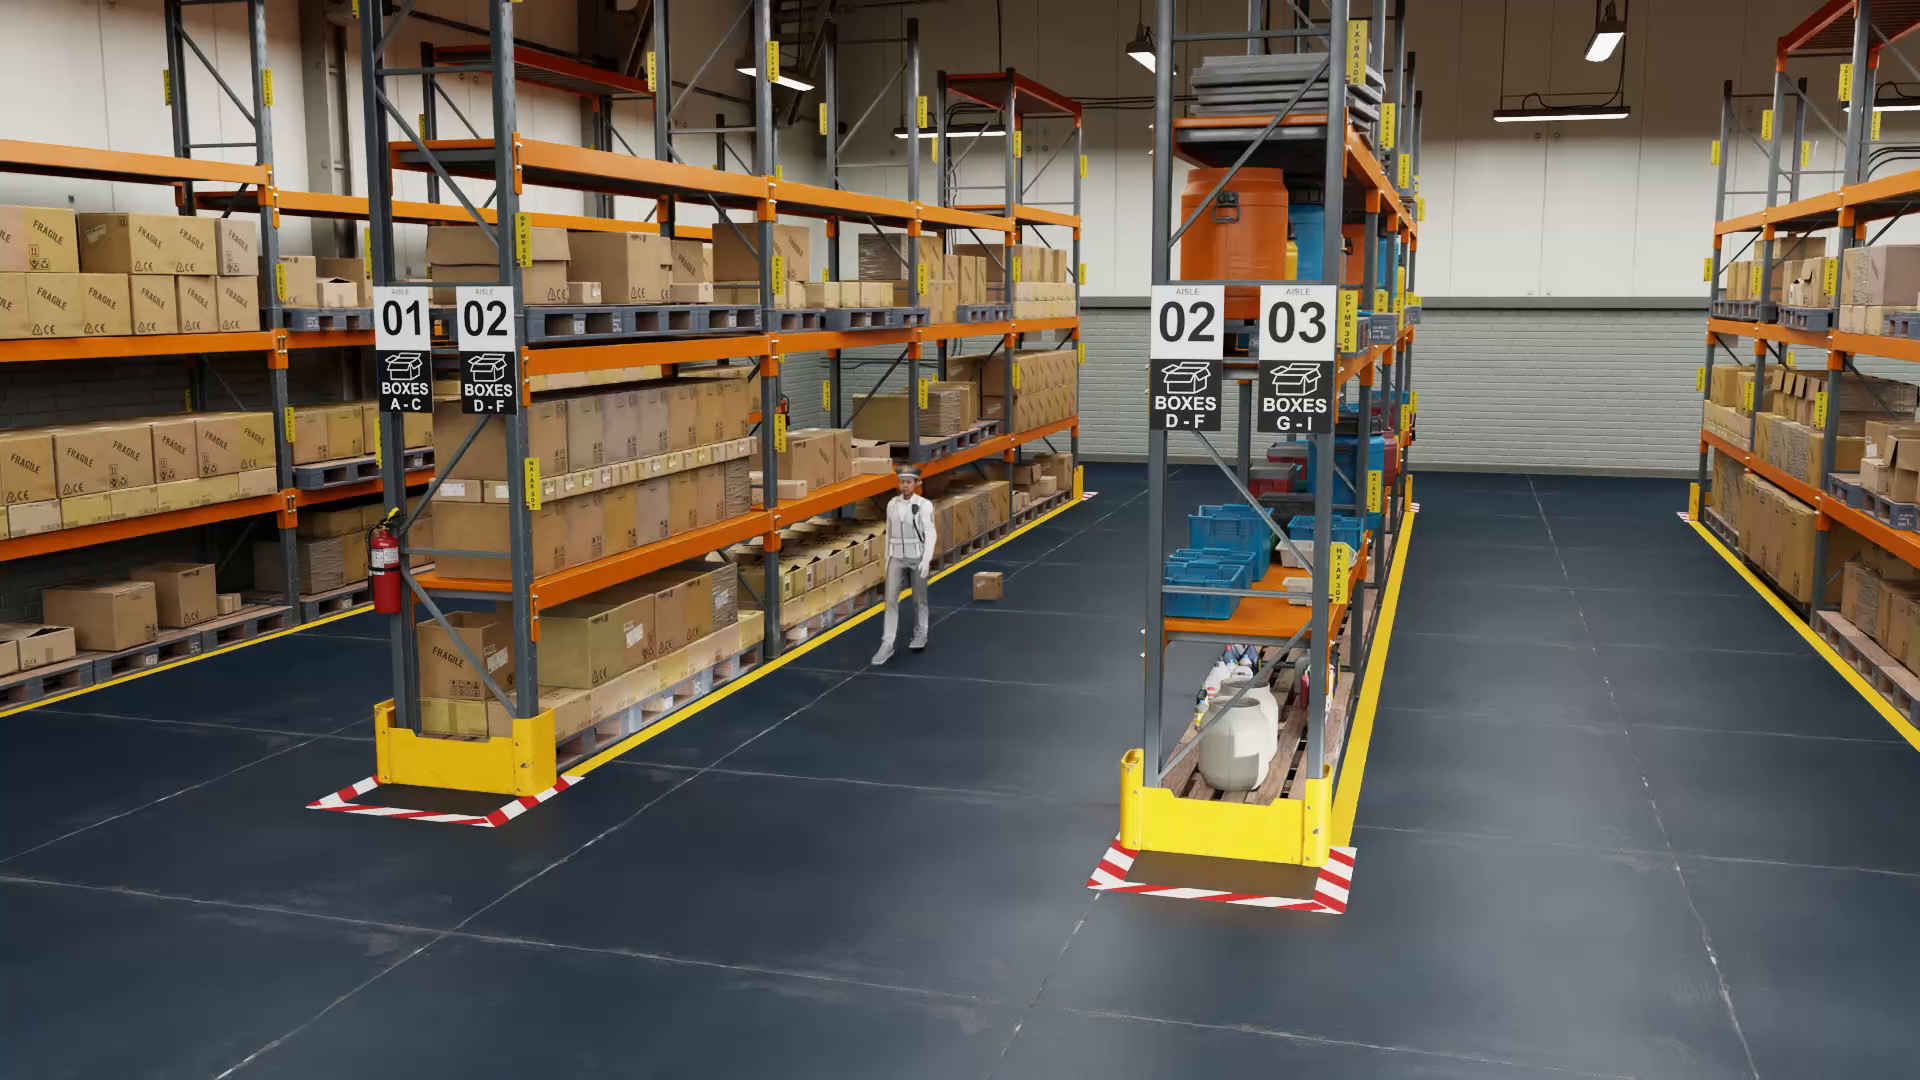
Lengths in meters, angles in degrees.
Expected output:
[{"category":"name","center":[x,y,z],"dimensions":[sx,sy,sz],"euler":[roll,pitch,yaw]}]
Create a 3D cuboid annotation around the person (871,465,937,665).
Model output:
[{"category":"person","center":[-0.466,0.185,14.453],"dimensions":[0.520,1.672,0.865],"euler":[2,9,16]}]
